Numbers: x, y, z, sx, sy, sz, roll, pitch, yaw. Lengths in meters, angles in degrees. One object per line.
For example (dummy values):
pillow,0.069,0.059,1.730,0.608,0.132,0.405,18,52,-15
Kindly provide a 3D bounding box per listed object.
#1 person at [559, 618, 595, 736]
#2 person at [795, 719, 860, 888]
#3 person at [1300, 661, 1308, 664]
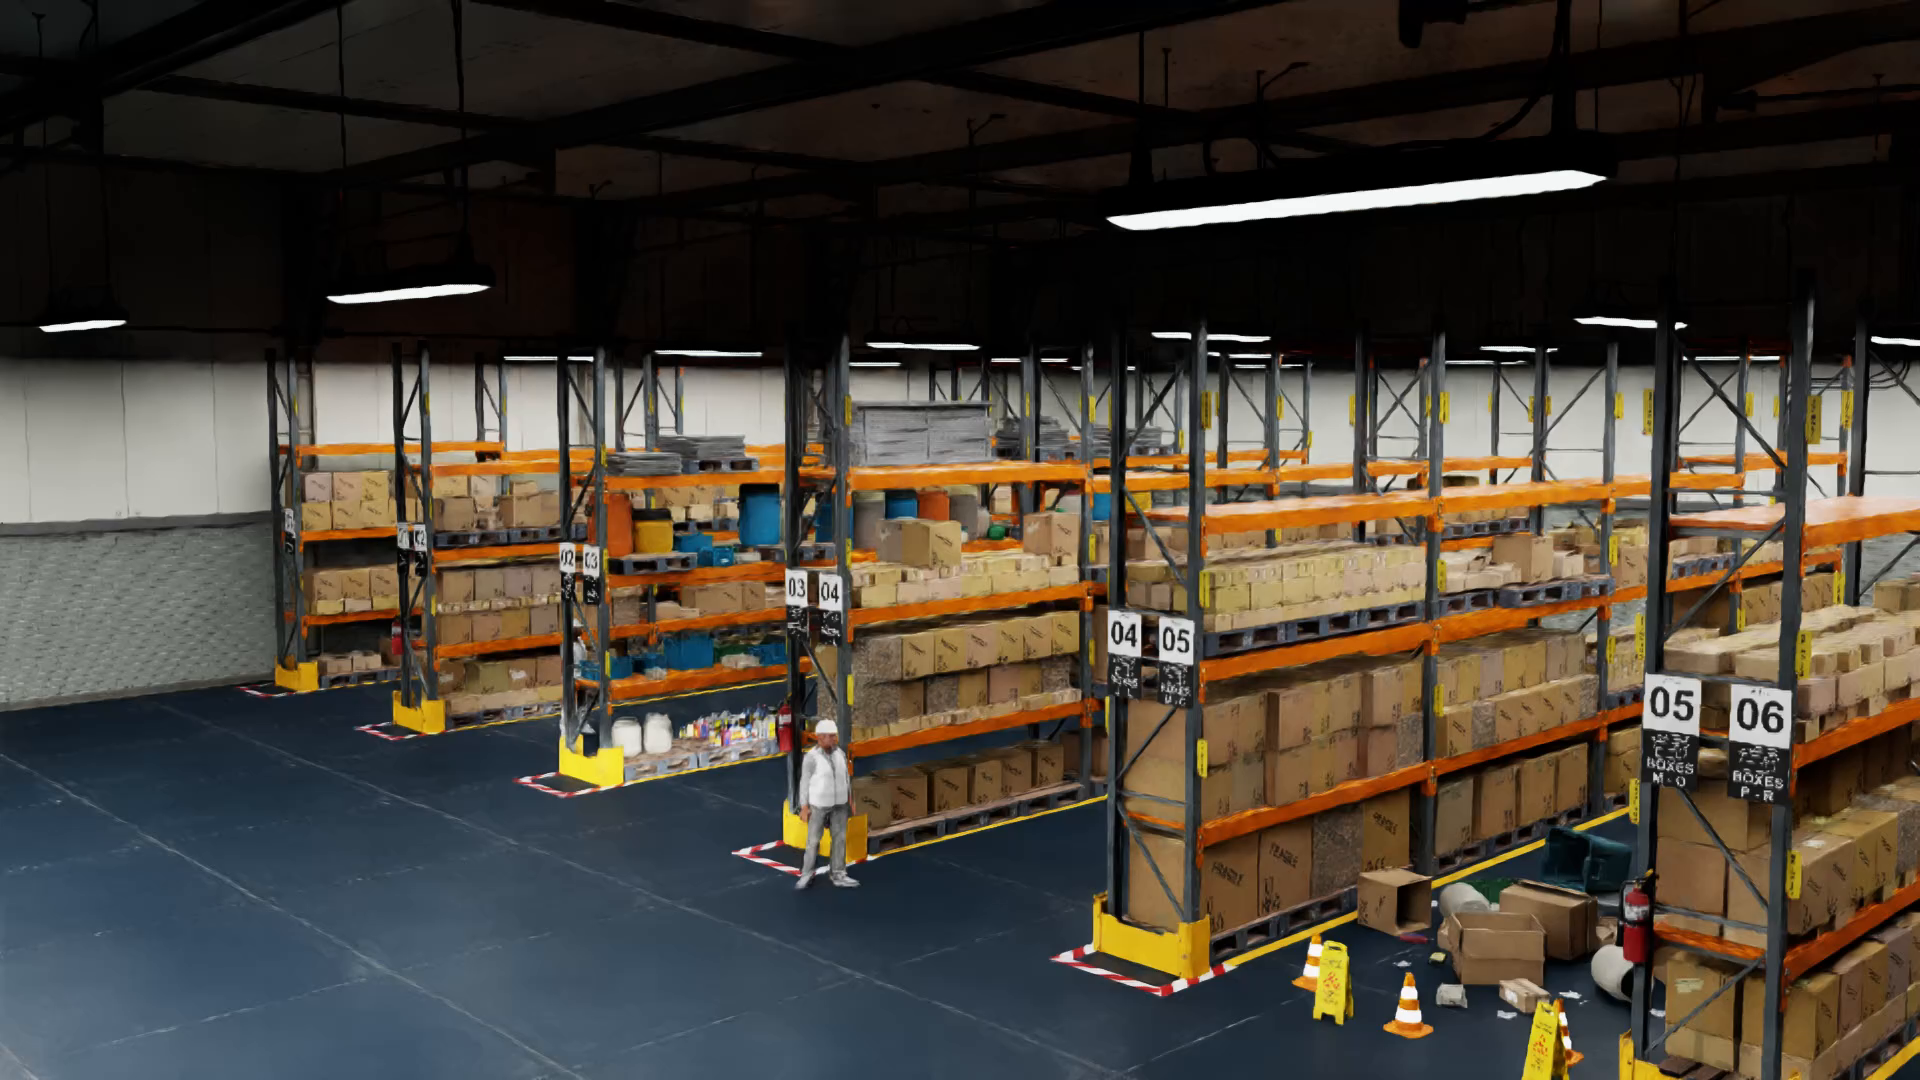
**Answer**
person,-5.800,2.076,25.218,0.457,1.783,0.618,2,5,17
person,-1.426,2.766,17.442,0.640,1.777,0.449,-3,6,-34
person,4.552,2.362,22.290,0.654,1.723,0.586,-1,5,-12
